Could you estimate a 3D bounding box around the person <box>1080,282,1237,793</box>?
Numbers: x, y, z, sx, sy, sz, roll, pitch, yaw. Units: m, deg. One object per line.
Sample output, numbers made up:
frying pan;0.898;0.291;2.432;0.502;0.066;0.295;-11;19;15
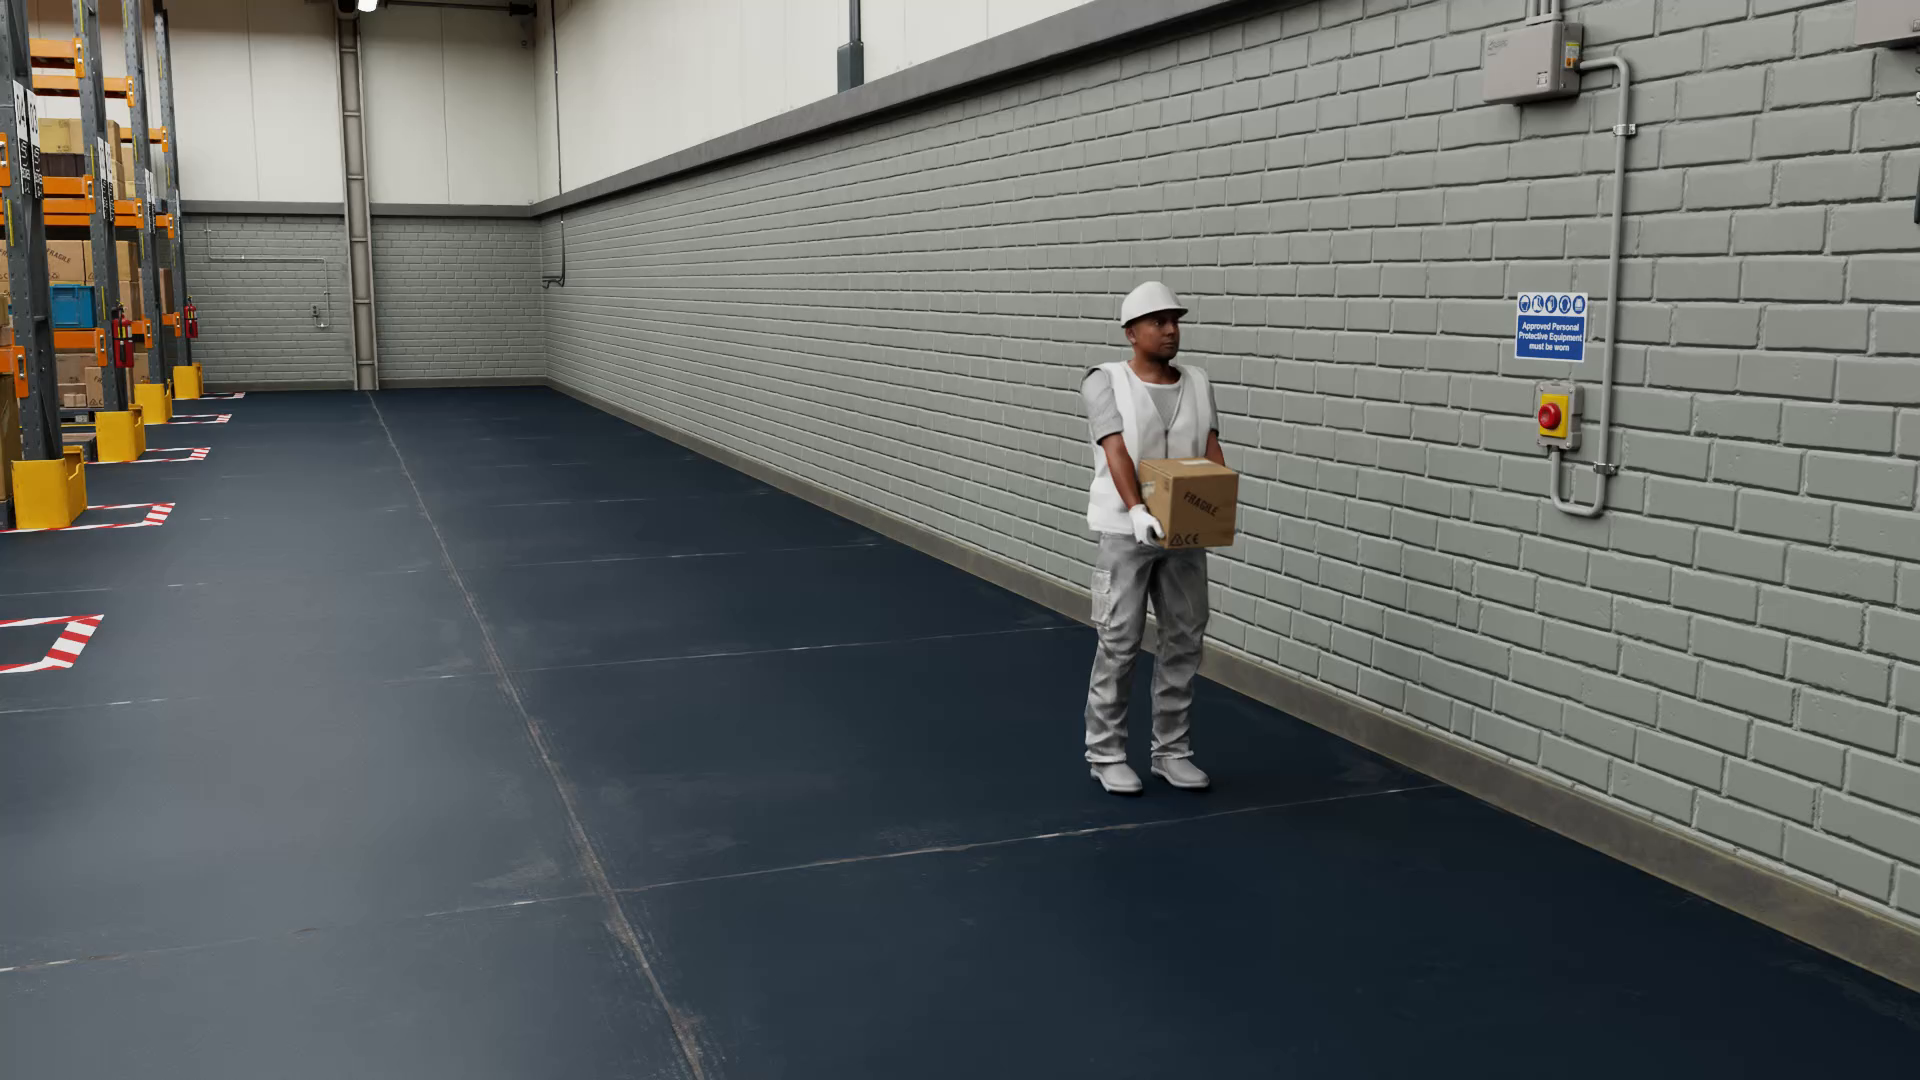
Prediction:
person;0.714;-0.002;5.810;0.488;1.780;0.567;-3;9;-20
